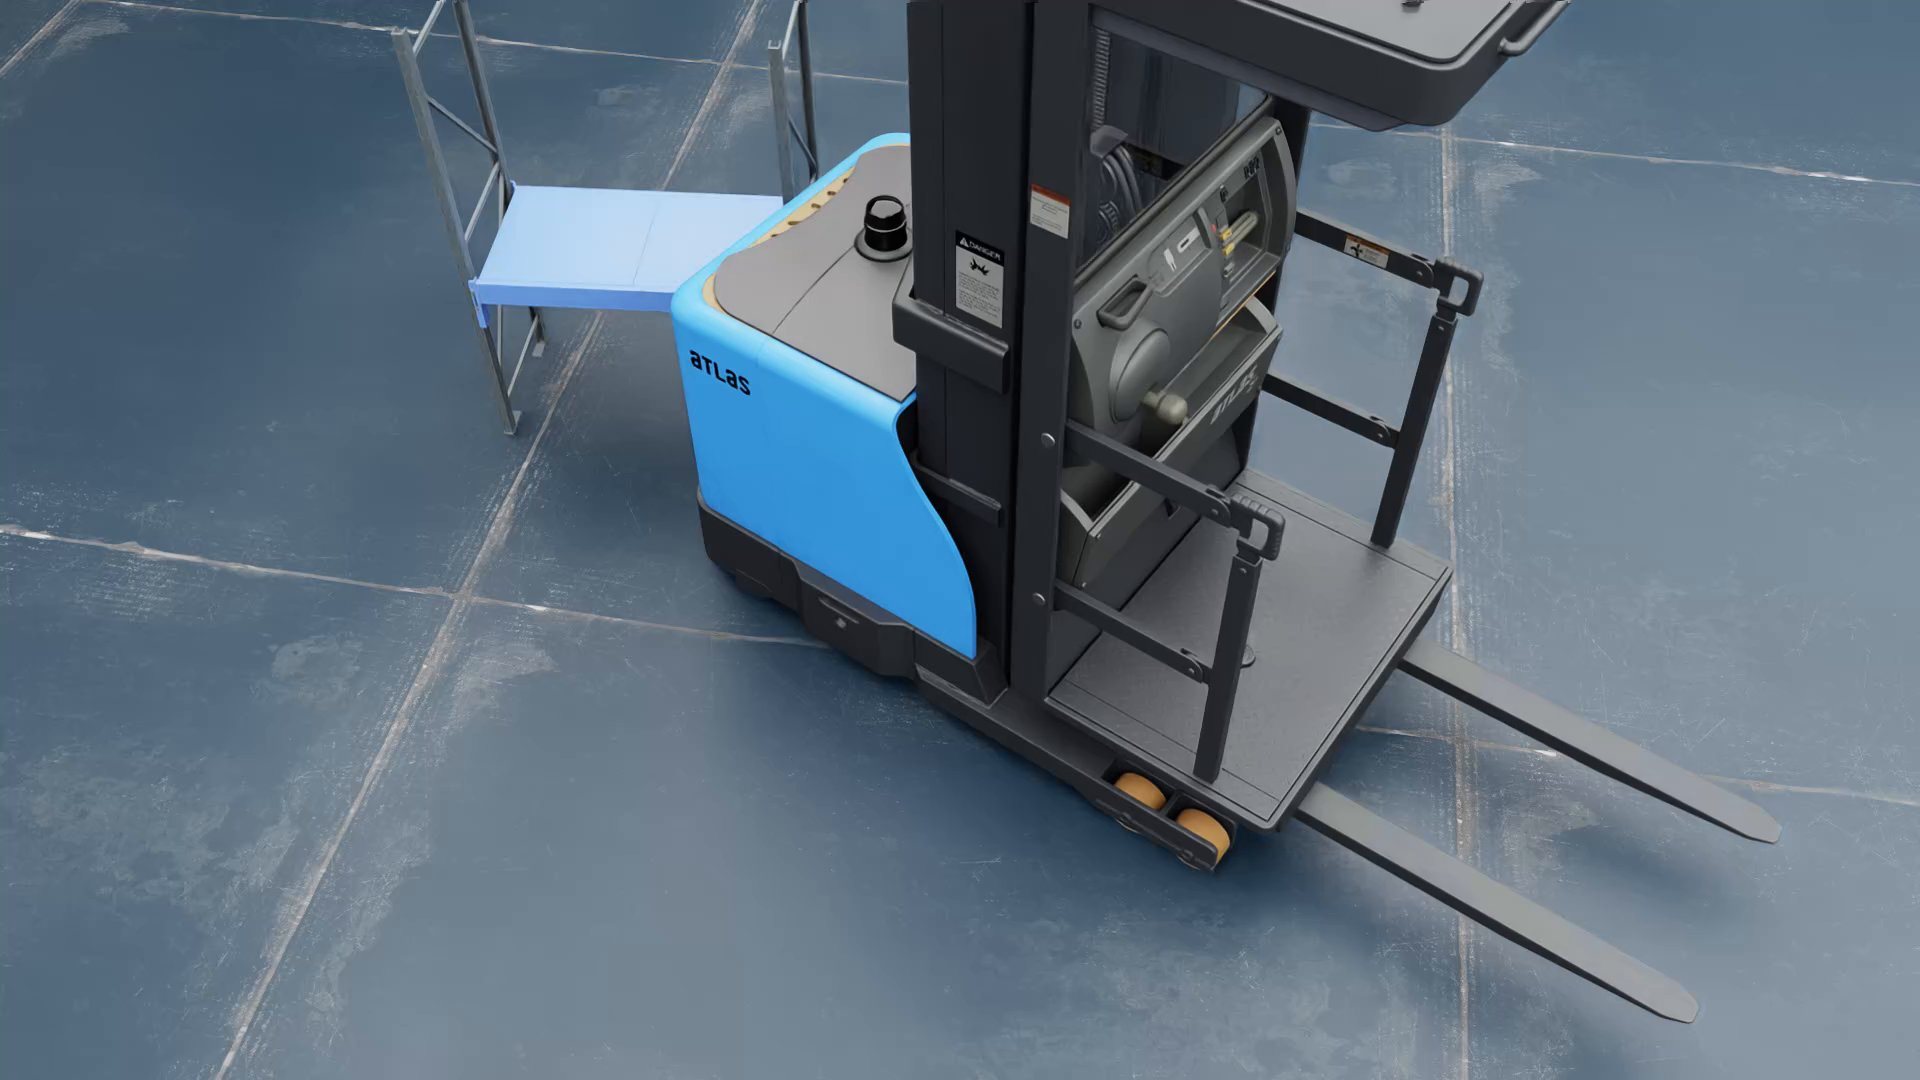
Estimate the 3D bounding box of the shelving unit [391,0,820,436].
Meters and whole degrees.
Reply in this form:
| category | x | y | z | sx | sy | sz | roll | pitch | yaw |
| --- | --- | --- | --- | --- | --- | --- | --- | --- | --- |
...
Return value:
| category | x | y | z | sx | sy | sz | roll | pitch | yaw |
| --- | --- | --- | --- | --- | --- | --- | --- | --- | --- |
| shelving unit | -0.984 | -1.011 | 5.150 | 1.048 | 1.500 | 0.538 | 3 | 48 | 3 |

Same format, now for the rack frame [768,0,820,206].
| category | x | y | z | sx | sy | sz | roll | pitch | yaw |
| --- | --- | --- | --- | --- | --- | --- | --- | --- | --- |
| rack frame | -0.477 | -0.985 | 5.127 | 0.032 | 1.500 | 0.500 | 3 | 48 | 3 |

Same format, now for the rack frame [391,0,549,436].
| category | x | y | z | sx | sy | sz | roll | pitch | yaw |
| --- | --- | --- | --- | --- | --- | --- | --- | --- | --- |
| rack frame | -1.491 | -1.037 | 5.173 | 0.032 | 1.500 | 0.500 | 3 | 48 | 3 |

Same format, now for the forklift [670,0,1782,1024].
| category | x | y | z | sx | sy | sz | roll | pitch | yaw |
| --- | --- | --- | --- | --- | --- | --- | --- | --- | --- |
| forklift | 0.702 | -0.553 | 3.776 | 3.031 | 2.935 | 1.130 | 29 | 54 | 23 |

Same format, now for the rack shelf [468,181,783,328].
| category | x | y | z | sx | sy | sz | roll | pitch | yaw |
| --- | --- | --- | --- | --- | --- | --- | --- | --- | --- |
| rack shelf | -0.984 | -0.891 | 5.284 | 1.000 | 0.185 | 0.538 | 3 | 48 | 3 |
